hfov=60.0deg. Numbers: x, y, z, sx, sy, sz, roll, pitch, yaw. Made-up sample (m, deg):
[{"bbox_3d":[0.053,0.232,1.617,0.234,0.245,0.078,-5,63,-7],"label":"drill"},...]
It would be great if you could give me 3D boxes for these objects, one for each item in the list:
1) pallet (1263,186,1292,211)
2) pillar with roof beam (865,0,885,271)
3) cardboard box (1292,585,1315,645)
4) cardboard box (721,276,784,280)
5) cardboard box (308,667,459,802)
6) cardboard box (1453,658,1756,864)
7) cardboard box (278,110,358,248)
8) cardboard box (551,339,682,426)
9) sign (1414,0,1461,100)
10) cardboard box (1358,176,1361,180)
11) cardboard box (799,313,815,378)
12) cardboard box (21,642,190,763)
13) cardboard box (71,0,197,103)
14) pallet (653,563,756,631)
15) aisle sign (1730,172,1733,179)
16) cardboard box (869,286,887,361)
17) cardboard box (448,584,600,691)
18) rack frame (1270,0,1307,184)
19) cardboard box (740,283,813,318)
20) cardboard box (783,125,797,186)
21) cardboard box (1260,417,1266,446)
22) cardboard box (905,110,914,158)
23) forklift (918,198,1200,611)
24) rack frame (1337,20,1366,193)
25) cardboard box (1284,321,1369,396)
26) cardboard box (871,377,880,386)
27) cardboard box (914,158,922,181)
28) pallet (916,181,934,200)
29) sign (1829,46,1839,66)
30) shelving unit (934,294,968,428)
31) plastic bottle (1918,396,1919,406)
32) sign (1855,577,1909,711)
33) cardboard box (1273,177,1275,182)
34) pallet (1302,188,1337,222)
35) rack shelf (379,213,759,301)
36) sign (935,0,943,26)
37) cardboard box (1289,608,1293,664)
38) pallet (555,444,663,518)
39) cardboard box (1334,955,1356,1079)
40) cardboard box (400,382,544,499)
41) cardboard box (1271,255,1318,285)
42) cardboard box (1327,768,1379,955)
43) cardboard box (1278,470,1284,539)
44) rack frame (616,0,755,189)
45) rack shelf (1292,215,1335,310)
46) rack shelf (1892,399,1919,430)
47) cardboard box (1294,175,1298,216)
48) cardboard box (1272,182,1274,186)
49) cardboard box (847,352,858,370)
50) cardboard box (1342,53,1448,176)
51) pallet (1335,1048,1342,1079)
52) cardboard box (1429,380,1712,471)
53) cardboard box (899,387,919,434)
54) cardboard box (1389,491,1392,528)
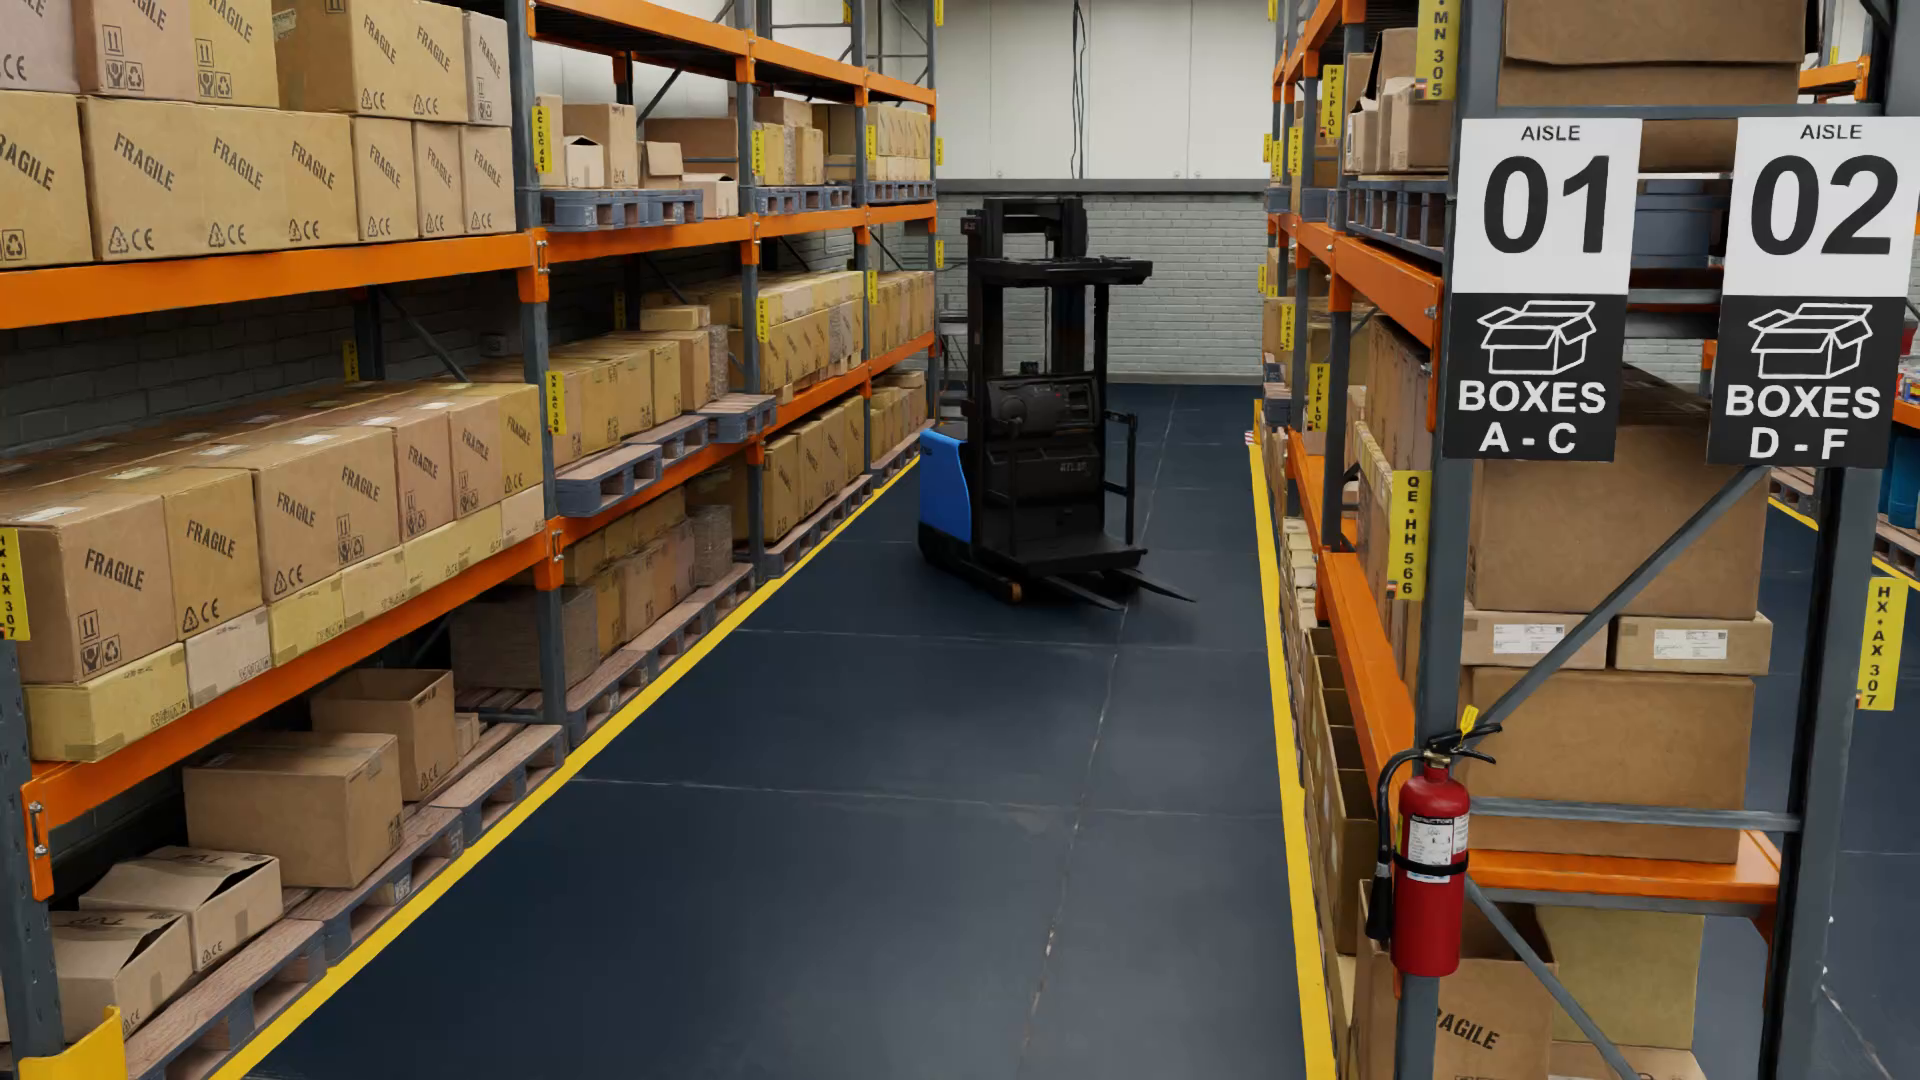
[{"bbox_3d":[3.324,-3.047,14.839,1.213,0.211,1.003,2,12,9],"label":"pallet"},{"bbox_3d":[3.028,-6.182,21.818,9.100,9.000,0.400,2,12,9],"label":"pillar with roof beam"},{"bbox_3d":[2.195,0.418,9.633,0.500,0.311,0.500,2,12,8],"label":"cardboard box"},{"bbox_3d":[-1.876,-2.236,14.976,0.500,0.250,0.500,1,12,7],"label":"cardboard box"},{"bbox_3d":[-2.752,0.924,7.977,0.500,0.500,0.500,1,12,4],"label":"cardboard box"},{"bbox_3d":[1.732,0.546,4.602,0.700,0.500,0.500,2,12,9],"label":"cardboard box"},{"bbox_3d":[-2.694,-1.386,6.398,0.500,0.500,0.500,3,12,12],"label":"cardboard box"},{"bbox_3d":[-2.249,-1.039,10.913,0.700,0.500,0.500,2,12,9],"label":"cardboard box"},{"bbox_3d":[1.114,-1.189,3.857,0.100,0.325,0.005,2,12,9],"label":"sign"},{"bbox_3d":[2.801,-2.366,10.591,0.500,0.250,0.500,2,12,10],"label":"cardboard box"},{"bbox_3d":[-1.522,-1.642,14.002,0.500,0.500,0.500,2,12,8],"label":"cardboard box"},{"bbox_3d":[-2.859,0.504,5.342,0.500,0.250,0.500,2,12,7],"label":"cardboard box"},{"bbox_3d":[-2.821,-1.657,5.283,0.500,0.500,0.500,2,12,8],"label":"cardboard box"},{"bbox_3d":[-2.139,0.392,12.171,1.003,0.211,1.213,2,12,9],"label":"pallet"},{"bbox_3d":[8.720,-3.773,18.710,0.394,0.787,0.004,2,12,9],"label":"aisle sign"},{"bbox_3d":[-1.302,-2.225,16.986,0.980,0.700,0.700,2,12,10],"label":"cardboard box"},{"bbox_3d":[-2.536,0.552,9.699,0.700,0.500,0.500,2,12,11],"label":"cardboard box"},{"bbox_3d":[4.108,-5.572,18.986,1.000,3.000,0.127,2,12,9],"label":"rack frame"},{"bbox_3d":[-1.538,-2.006,13.912,0.500,0.250,0.500,2,12,9],"label":"cardboard box"},{"bbox_3d":[-1.808,-3.296,14.268,0.700,0.500,0.500,2,12,9],"label":"cardboard box"},{"bbox_3d":[3.591,-1.198,18.413,0.500,0.250,0.500,2,12,9],"label":"cardboard box"},{"bbox_3d":[-0.789,-4.438,18.190,0.500,0.500,0.500,1,12,6],"label":"cardboard box"},{"bbox_3d":[0.727,-1.060,12.453,1.130,2.935,3.031,-6,13,-24],"label":"forklift"},{"bbox_3d":[2.263,-3.074,7.395,1.000,3.000,0.127,2,12,9],"label":"rack frame"},{"bbox_3d":[2.864,-1.362,12.461,0.700,0.500,0.500,-2,12,-10],"label":"cardboard box"},{"bbox_3d":[-1.128,-1.772,18.993,0.380,0.149,0.250,2,12,9],"label":"cardboard box"},{"bbox_3d":[-0.716,-4.176,18.754,0.500,0.250,0.500,1,12,7],"label":"cardboard box"},{"bbox_3d":[-0.891,-4.067,19.335,1.003,0.211,1.213,2,12,9],"label":"pallet"},{"bbox_3d":[9.548,-5.238,18.205,0.100,0.325,0.005,2,12,9],"label":"sign"},{"bbox_3d":[0.025,-1.061,14.432,0.431,2.100,0.503,2,12,9],"label":"shelving unit"},{"bbox_3d":[7.703,-1.222,13.161,0.144,0.351,0.185,2,12,9],"label":"plastic bottle"},{"bbox_3d":[2.195,0.249,3.975,0.100,0.325,0.005,2,12,9],"label":"sign"},{"bbox_3d":[3.537,-3.866,17.360,0.500,0.250,0.500,2,12,9],"label":"cardboard box"},{"bbox_3d":[2.862,-2.203,10.926,1.213,0.211,1.003,2,12,11],"label":"pallet"},{"bbox_3d":[-2.325,-1.832,10.460,1.077,0.370,4.000,2,12,9],"label":"rack shelf"},{"bbox_3d":[-0.253,-6.206,19.525,0.100,0.325,0.005,2,12,9],"label":"sign"},{"bbox_3d":[2.278,0.585,10.191,0.500,0.250,0.500,2,12,10],"label":"cardboard box"},{"bbox_3d":[-2.371,-0.361,9.505,1.003,0.211,1.213,2,12,9],"label":"pallet"},{"bbox_3d":[1.503,1.605,5.456,0.500,0.250,0.500,2,12,9],"label":"cardboard box"},{"bbox_3d":[-2.400,-0.495,8.200,0.500,0.500,0.500,2,12,9],"label":"cardboard box"},{"bbox_3d":[3.469,-2.669,17.148,0.500,0.500,0.500,2,12,9],"label":"cardboard box"},{"bbox_3d":[1.576,1.134,5.861,0.500,0.500,0.500,2,12,9],"label":"cardboard box"},{"bbox_3d":[2.870,-0.277,13.546,0.500,0.500,0.500,1,12,7],"label":"cardboard box"},{"bbox_3d":[-2.017,-4.066,12.000,1.000,3.000,0.127,2,12,9],"label":"rack frame"},{"bbox_3d":[2.571,-1.672,9.719,1.077,0.370,4.000,2,12,9],"label":"rack shelf"},{"bbox_3d":[8.080,-0.877,13.150,1.077,0.370,4.000,2,12,9],"label":"rack shelf"},{"bbox_3d":[2.990,-2.687,12.483,0.910,0.500,0.500,2,12,9],"label":"cardboard box"},{"bbox_3d":[3.613,-3.725,17.896,0.500,0.250,0.500,2,12,9],"label":"cardboard box"},{"bbox_3d":[-1.190,-1.720,15.904,0.380,0.149,0.250,2,12,10],"label":"cardboard box"},{"bbox_3d":[1.925,-1.834,7.195,0.500,0.500,0.500,3,13,13],"label":"cardboard box"},{"bbox_3d":[1.724,1.894,5.202,1.003,0.211,1.213,2,12,9],"label":"pallet"},{"bbox_3d":[1.816,-0.209,5.025,0.700,0.500,0.500,2,12,7],"label":"cardboard box"},{"bbox_3d":[-0.873,-1.529,19.404,0.700,0.500,0.500,2,12,8],"label":"cardboard box"},{"bbox_3d":[1.755,-0.083,5.981,0.380,0.149,0.250,2,12,8],"label":"cardboard box"}]
